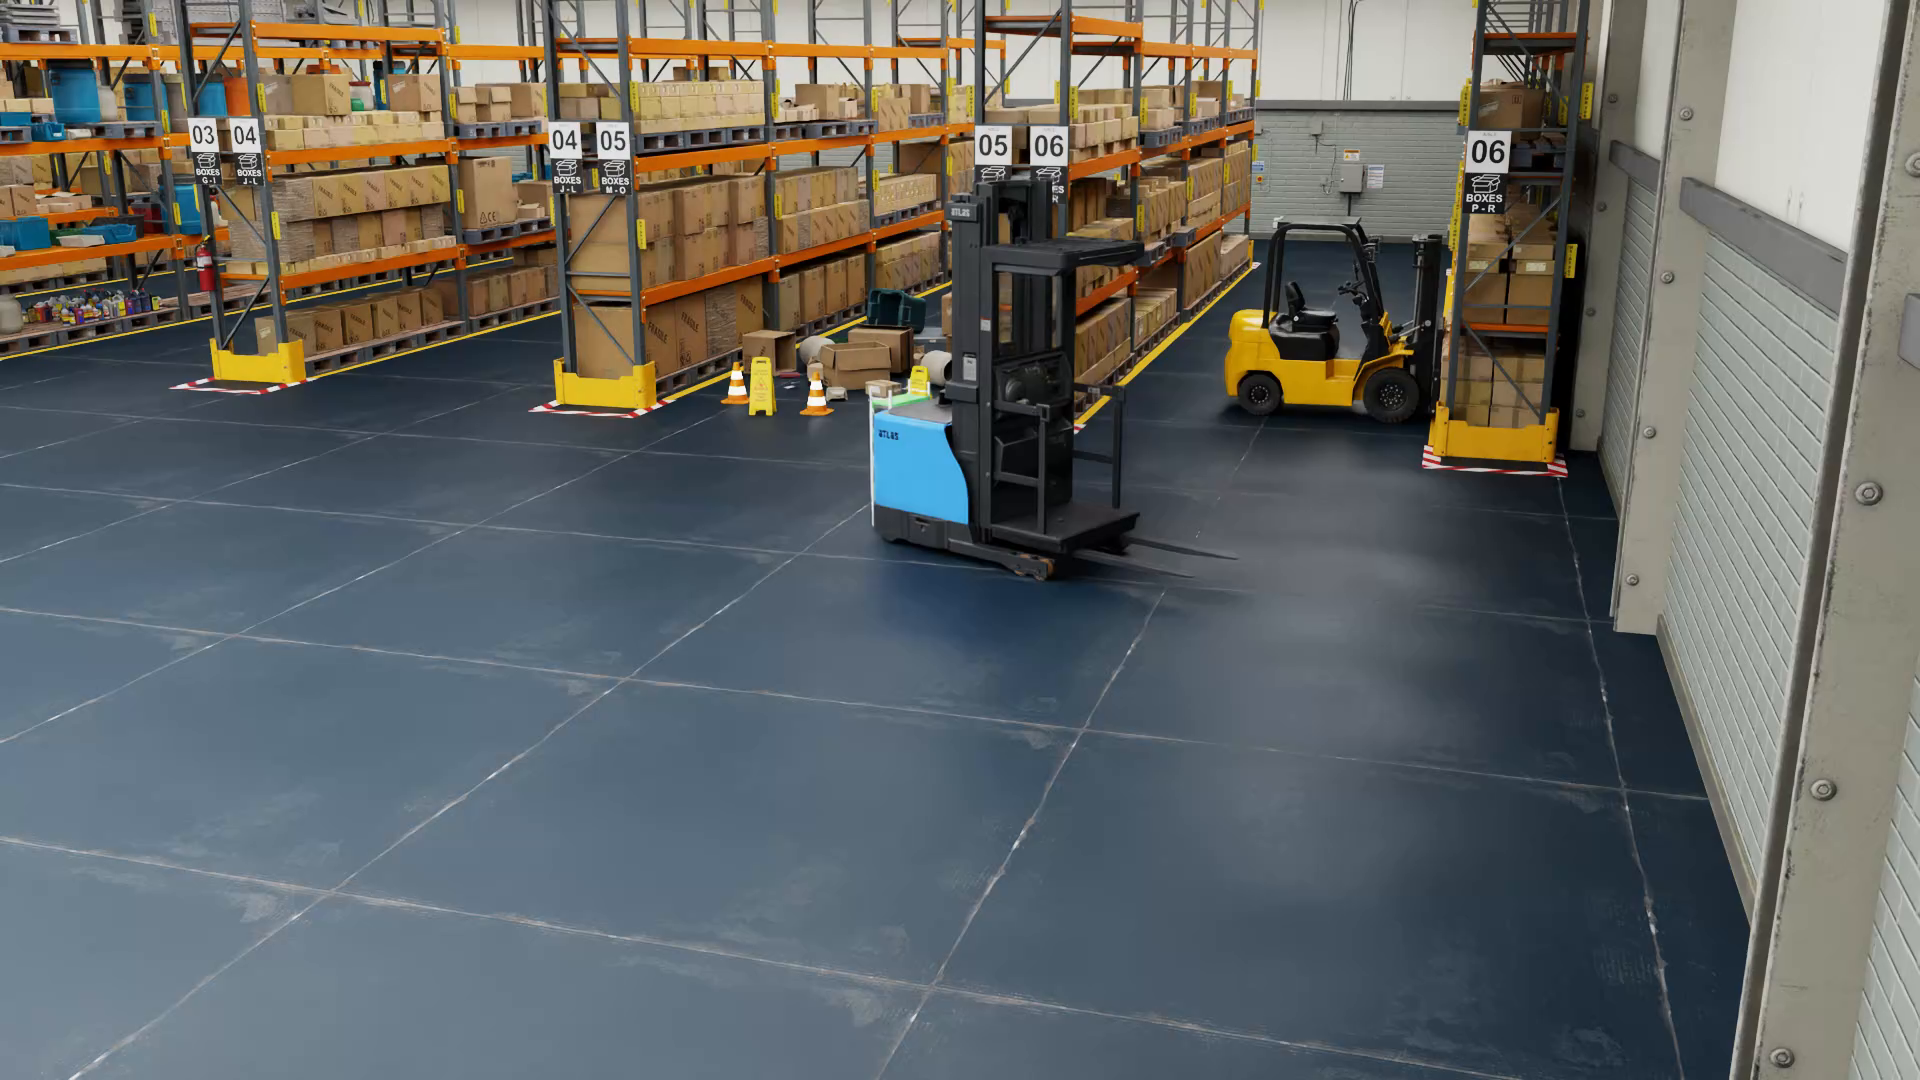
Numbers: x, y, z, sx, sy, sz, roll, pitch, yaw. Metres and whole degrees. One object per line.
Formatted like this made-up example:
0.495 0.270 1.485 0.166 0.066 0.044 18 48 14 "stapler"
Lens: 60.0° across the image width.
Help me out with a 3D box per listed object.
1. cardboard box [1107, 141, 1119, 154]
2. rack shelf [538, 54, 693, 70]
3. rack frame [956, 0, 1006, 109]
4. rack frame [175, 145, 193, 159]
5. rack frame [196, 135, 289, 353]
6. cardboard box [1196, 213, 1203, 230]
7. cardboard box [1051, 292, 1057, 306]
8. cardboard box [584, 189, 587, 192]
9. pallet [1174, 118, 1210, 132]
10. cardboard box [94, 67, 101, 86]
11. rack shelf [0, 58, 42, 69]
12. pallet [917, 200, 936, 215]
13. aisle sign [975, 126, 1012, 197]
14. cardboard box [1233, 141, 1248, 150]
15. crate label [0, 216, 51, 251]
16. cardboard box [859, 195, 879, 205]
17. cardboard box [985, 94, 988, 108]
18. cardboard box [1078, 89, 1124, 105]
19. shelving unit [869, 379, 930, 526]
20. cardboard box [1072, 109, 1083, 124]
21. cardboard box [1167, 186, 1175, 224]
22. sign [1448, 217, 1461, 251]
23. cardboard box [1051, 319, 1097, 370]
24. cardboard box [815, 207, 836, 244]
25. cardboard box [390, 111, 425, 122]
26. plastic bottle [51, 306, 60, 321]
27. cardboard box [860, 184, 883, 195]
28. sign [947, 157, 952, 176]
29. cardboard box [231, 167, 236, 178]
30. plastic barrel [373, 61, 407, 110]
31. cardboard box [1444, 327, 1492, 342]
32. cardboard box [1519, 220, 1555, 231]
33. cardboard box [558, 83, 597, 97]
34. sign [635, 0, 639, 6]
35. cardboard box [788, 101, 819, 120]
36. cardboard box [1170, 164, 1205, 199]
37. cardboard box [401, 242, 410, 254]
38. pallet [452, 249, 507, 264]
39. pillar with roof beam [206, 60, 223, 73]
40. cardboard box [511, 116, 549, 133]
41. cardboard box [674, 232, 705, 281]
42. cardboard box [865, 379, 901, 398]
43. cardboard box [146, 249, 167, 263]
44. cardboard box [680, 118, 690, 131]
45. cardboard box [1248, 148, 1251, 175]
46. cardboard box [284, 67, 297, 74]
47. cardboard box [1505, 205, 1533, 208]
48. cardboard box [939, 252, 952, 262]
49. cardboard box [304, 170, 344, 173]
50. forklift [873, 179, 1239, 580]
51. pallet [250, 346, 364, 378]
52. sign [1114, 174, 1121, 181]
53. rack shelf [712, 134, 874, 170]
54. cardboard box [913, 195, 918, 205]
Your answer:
1.678 -4.683 19.806 0.380 0.149 0.250 5 17 17 "cardboard box"
-6.015 -8.421 29.079 1.077 0.370 4.000 5 16 16 "rack shelf"
0.417 -10.118 33.011 1.000 3.000 0.127 5 16 16 "rack frame"
-18.557 -8.796 39.342 1.000 3.000 0.127 5 16 16 "rack frame"
-8.857 -3.457 20.521 1.000 3.000 0.127 5 16 16 "rack frame"
3.582 -5.091 26.555 0.500 0.250 0.500 5 17 18 "cardboard box"
0.940 -2.641 18.103 0.380 0.149 0.250 5 16 16 "cardboard box"
-6.184 -5.704 28.260 0.500 0.500 0.500 5 17 18 "cardboard box"
3.365 -6.599 26.448 1.003 0.211 1.213 5 17 18 "pallet"
-15.950 -8.405 30.453 0.500 0.500 0.500 5 16 16 "cardboard box"
-20.262 -9.573 33.142 1.077 0.370 4.000 5 16 16 "rack shelf"
-1.076 -5.905 29.501 1.003 0.211 1.213 5 16 16 "pallet"
0.349 -3.946 17.479 0.394 0.787 0.004 5 16 16 "aisle sign"
5.240 -7.464 31.444 0.380 0.149 0.250 4 16 15 "cardboard box"
-13.342 -4.361 23.642 0.502 0.435 0.616 5 16 16 "crate label"
-1.527 -5.474 26.778 0.380 0.149 0.250 5 17 18 "cardboard box"
0.238 -8.436 31.935 0.500 0.250 0.500 5 17 17 "cardboard box"
1.824 -5.710 21.556 0.500 0.250 0.500 5 17 17 "cardboard box"
-0.504 -0.733 14.213 0.258 1.200 0.503 12 20 38 "shelving unit"
1.128 -4.600 18.050 0.380 0.149 0.250 5 16 16 "cardboard box"
2.777 -4.766 23.638 0.500 0.500 0.500 3 16 12 "cardboard box"
4.889 -3.021 16.429 0.100 0.325 0.005 5 16 16 "sign"
1.290 -2.262 19.201 0.500 0.500 0.500 4 16 14 "cardboard box"
-2.154 -4.653 24.554 0.500 0.500 0.500 5 17 17 "cardboard box"
-7.699 -5.896 23.167 0.380 0.149 0.250 5 17 16 "cardboard box"
-13.241 -3.317 24.347 0.097 0.201 0.097 0 16 0 "plastic bottle"
-1.465 -5.683 26.969 0.380 0.149 0.250 4 16 14 "cardboard box"
-0.186 -6.701 29.834 0.100 0.325 0.005 5 16 16 "sign"
-15.047 -7.565 34.819 0.500 0.500 0.500 5 17 17 "cardboard box"
-10.533 -8.409 30.793 0.600 0.901 0.708 5 16 16 "plastic barrel"
5.661 -2.208 18.556 0.500 0.250 0.500 4 16 15 "cardboard box"
6.556 -3.545 18.912 0.380 0.149 0.250 4 16 15 "cardboard box"
-4.359 -5.117 18.921 0.380 0.149 0.250 5 17 16 "cardboard box"
-5.971 -10.058 30.796 0.100 0.325 0.005 5 16 16 "sign"
-2.258 -6.194 23.967 0.396 0.266 0.258 5 16 16 "cardboard box"
3.587 -5.686 26.362 0.500 0.500 0.500 5 17 17 "cardboard box"
-7.870 -4.049 23.068 0.380 0.149 0.250 5 16 16 "cardboard box"
-10.023 -5.835 34.013 1.003 0.211 1.213 5 16 16 "pallet"
-14.491 -12.121 40.073 9.100 9.000 0.400 5 16 16 "pillar with roof beam"
-6.756 -6.516 26.082 0.500 0.250 0.500 5 17 17 "cardboard box"
-3.653 -3.501 20.402 0.875 0.550 0.550 5 16 16 "cardboard box"
-0.920 -1.817 19.961 0.250 0.149 0.380 -15 21 -41 "cardboard box"
-15.533 -5.563 31.719 0.500 0.500 0.500 4 16 14 "cardboard box"
-3.438 -4.948 19.786 0.380 0.149 0.250 5 16 16 "cardboard box"
5.283 -7.259 31.910 0.500 0.500 0.500 5 17 18 "cardboard box"
-14.427 -9.719 35.086 0.700 0.500 0.500 5 16 16 "cardboard box"
7.681 -4.517 22.886 0.380 0.149 0.250 5 16 16 "cardboard box"
-0.310 -5.229 30.678 0.380 0.149 0.250 5 17 18 "cardboard box"
-8.506 -4.685 22.288 0.500 0.500 0.500 5 16 16 "cardboard box"
0.737 -1.262 12.908 3.031 2.935 1.130 13 20 38 "forklift"
-8.570 -2.345 21.711 1.003 0.211 1.213 5 16 16 "pallet"
2.385 -5.381 25.182 0.100 0.325 0.005 5 16 16 "sign"
-2.425 -5.713 24.295 1.077 0.370 4.000 5 16 16 "rack shelf"
-0.934 -5.876 28.739 0.380 0.149 0.250 4 16 13 "cardboard box"
